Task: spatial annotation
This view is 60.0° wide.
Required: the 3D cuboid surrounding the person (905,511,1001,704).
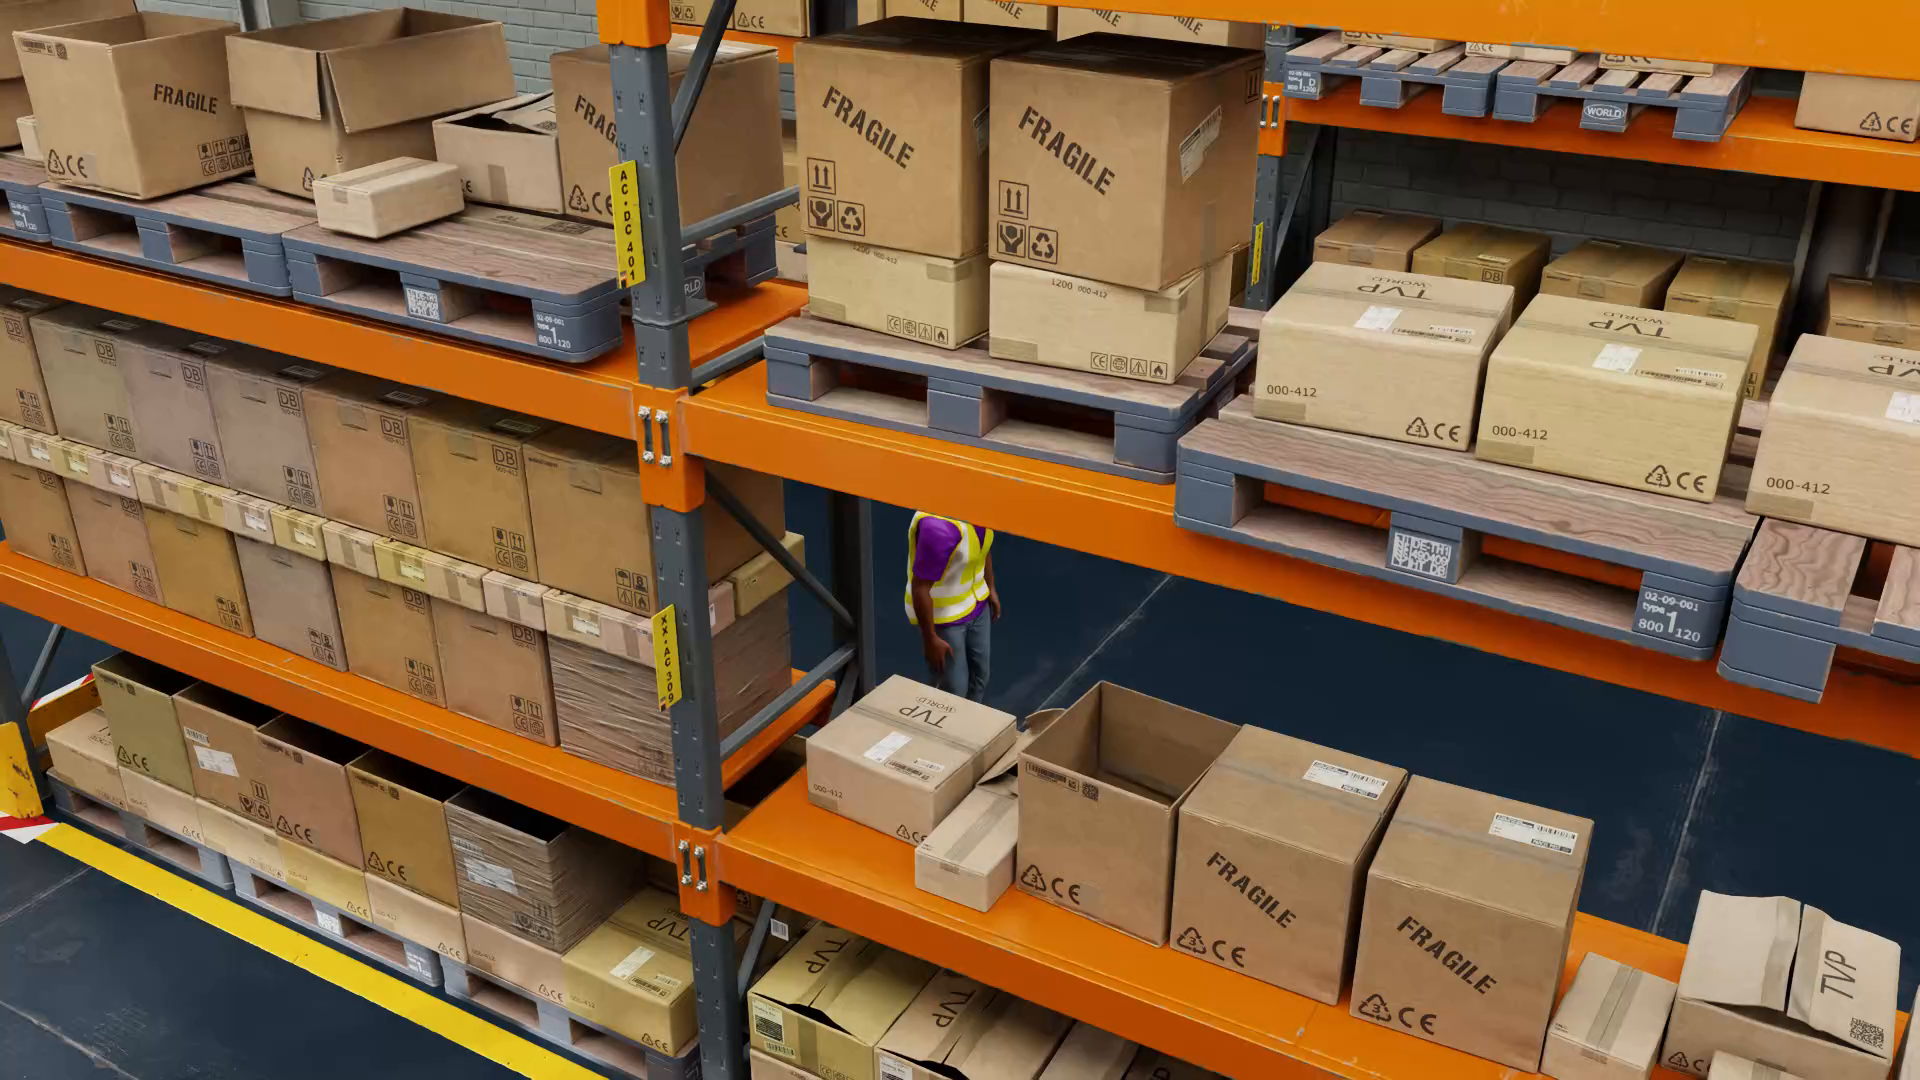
[{"bbox_3d":[0.003,0.331,7.497,0.463,1.760,0.635,14,29,25],"label":"person"}]
